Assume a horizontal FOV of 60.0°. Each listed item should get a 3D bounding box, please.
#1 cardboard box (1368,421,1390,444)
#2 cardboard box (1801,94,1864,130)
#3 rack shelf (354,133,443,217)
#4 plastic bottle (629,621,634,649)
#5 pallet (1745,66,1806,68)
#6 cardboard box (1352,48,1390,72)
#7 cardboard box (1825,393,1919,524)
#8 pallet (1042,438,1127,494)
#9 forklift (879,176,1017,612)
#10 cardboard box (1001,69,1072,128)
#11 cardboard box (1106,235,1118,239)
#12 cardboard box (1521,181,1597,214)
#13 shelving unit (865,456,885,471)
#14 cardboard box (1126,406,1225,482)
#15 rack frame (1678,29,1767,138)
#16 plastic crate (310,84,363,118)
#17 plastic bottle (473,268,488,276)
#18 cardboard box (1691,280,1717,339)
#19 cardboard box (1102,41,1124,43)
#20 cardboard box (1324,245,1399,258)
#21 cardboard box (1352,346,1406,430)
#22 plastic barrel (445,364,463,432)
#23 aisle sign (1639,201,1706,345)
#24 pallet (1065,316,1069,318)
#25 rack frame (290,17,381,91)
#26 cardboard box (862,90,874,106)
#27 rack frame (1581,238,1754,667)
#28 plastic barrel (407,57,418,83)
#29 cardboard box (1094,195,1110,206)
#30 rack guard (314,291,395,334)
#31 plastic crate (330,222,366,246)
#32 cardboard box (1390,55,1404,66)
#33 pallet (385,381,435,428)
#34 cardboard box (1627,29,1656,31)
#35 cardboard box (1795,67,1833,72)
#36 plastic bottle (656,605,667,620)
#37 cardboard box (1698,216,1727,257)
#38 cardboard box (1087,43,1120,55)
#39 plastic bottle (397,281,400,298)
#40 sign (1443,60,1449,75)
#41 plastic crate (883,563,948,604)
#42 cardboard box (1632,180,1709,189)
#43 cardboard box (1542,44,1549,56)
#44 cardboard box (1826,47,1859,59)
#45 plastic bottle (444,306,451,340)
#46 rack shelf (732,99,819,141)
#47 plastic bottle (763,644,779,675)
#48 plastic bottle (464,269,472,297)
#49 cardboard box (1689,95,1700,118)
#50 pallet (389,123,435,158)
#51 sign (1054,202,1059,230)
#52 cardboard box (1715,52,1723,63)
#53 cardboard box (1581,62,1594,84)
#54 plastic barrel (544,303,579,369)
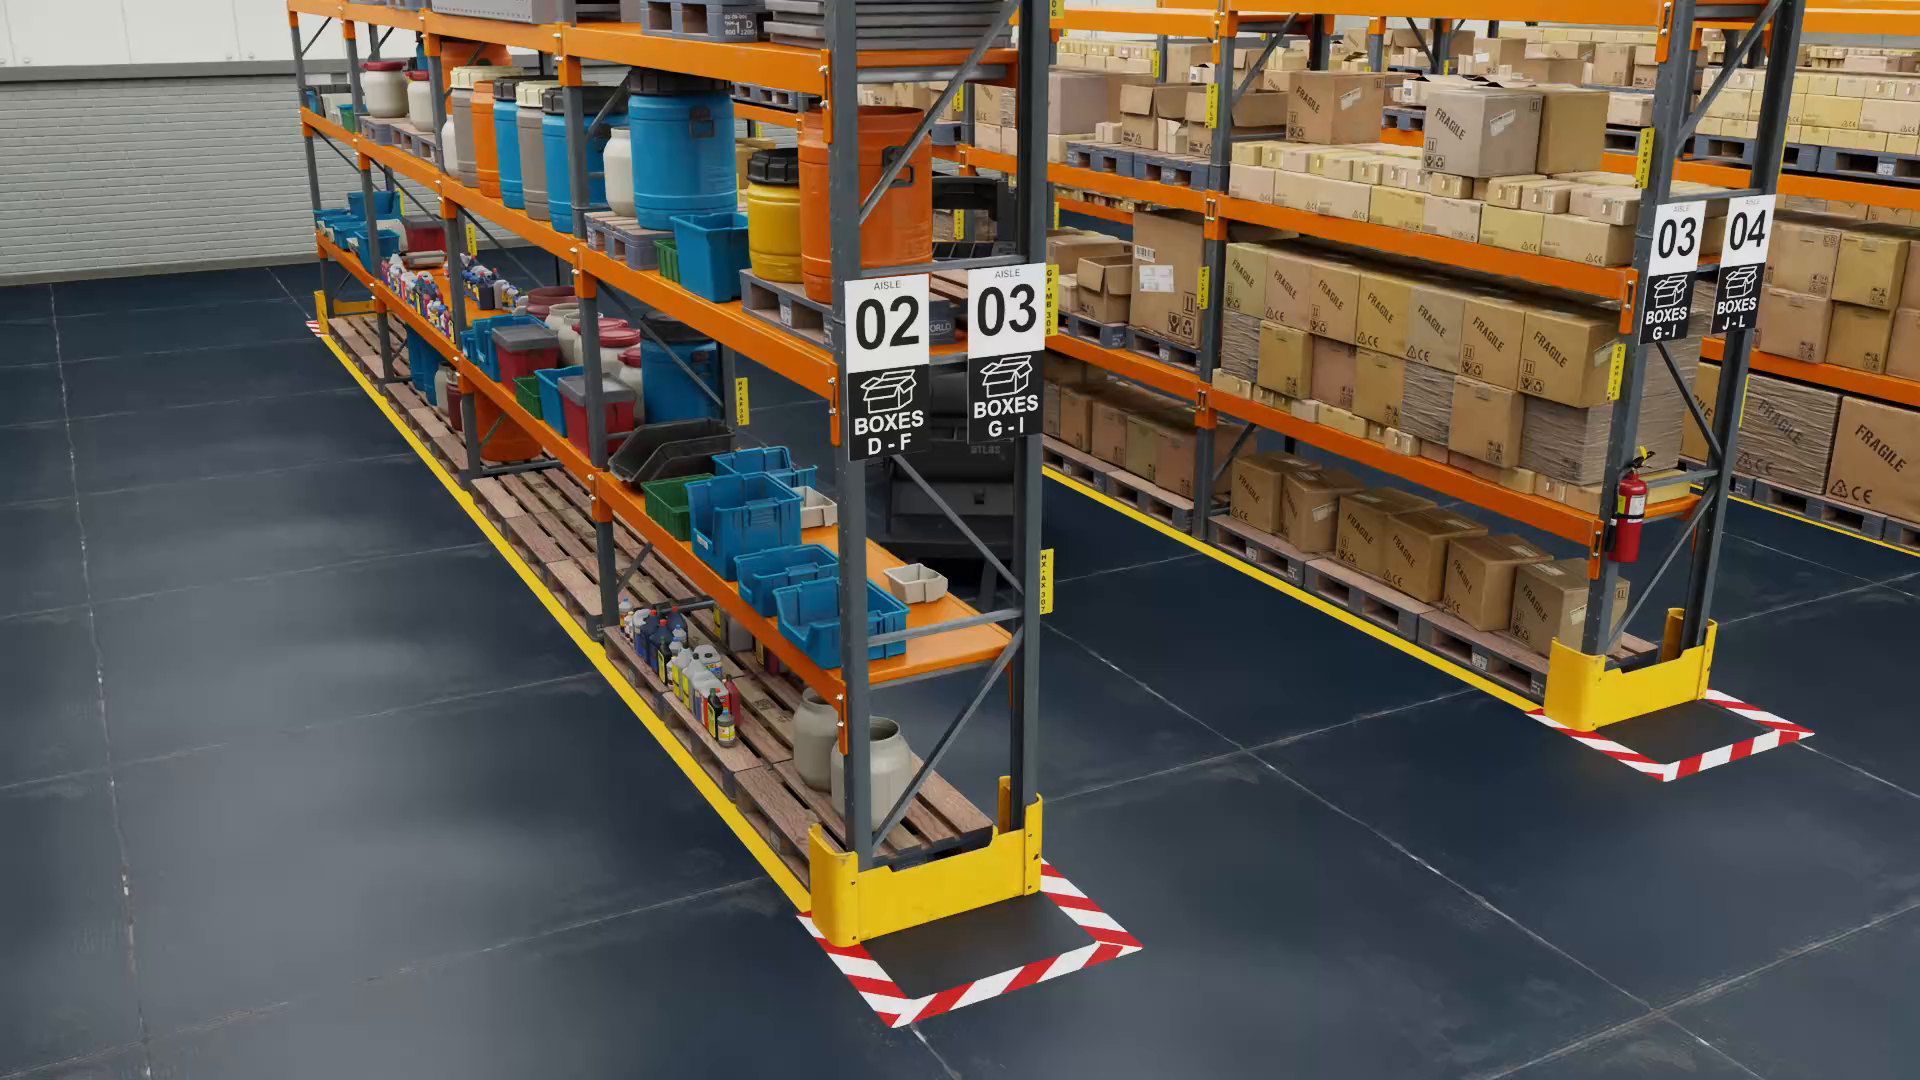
[{"bbox_3d":[3.097,-0.777,11.671,0.380,0.149,0.250,-10,21,-27],"label":"cardboard box"},{"bbox_3d":[7.256,-3.497,13.546,0.500,0.250,0.500,-10,22,-27],"label":"cardboard box"},{"bbox_3d":[-4.832,-3.531,15.769,1.077,0.370,4.000,-10,21,-27],"label":"rack shelf"},{"bbox_3d":[-2.120,0.602,10.903,0.097,0.201,0.097,0,19,0],"label":"plastic bottle"},{"bbox_3d":[12.409,-6.933,24.814,1.213,0.211,1.003,-10,21,-27],"label":"pallet"},{"bbox_3d":[4.696,-5.519,19.102,0.396,0.266,0.258,-10,21,-27],"label":"cardboard box"},{"bbox_3d":[7.889,-0.719,13.731,0.875,0.875,0.875,-10,22,-28],"label":"cardboard box"},{"bbox_3d":[1.422,-0.753,15.491,1.003,0.211,1.213,-10,21,-27],"label":"pallet"},{"bbox_3d":[-0.038,-1.181,12.561,1.130,2.935,3.031,1,19,3],"label":"forklift"},{"bbox_3d":[0.711,-4.027,15.184,0.500,0.500,0.500,-10,21,-26],"label":"cardboard box"},{"bbox_3d":[2.113,-4.413,24.636,0.380,0.149,0.250,-9,21,-25],"label":"cardboard box"},{"bbox_3d":[3.623,-2.071,10.054,0.380,0.149,0.250,-11,22,-29],"label":"cardboard box"},{"bbox_3d":[-0.499,-1.024,14.874,0.538,1.125,1.048,-18,26,-42],"label":"shelving unit"},{"bbox_3d":[1.894,-0.843,14.635,0.700,0.500,0.500,-10,21,-27],"label":"cardboard box"},{"bbox_3d":[6.790,-5.073,14.537,1.000,3.000,0.127,-10,21,-27],"label":"rack frame"},{"bbox_3d":[-7.197,-5.083,19.259,0.504,0.338,0.767,-10,21,-27],"label":"plastic crate"},{"bbox_3d":[-4.833,-2.617,16.807,0.152,0.276,0.135,-10,21,-27],"label":"plastic bottle"},{"bbox_3d":[6.975,-2.204,15.190,0.875,0.550,0.550,-10,21,-27],"label":"cardboard box"},{"bbox_3d":[2.219,-6.959,23.453,0.380,0.149,0.250,-11,22,-28],"label":"cardboard box"},{"bbox_3d":[3.071,-1.928,12.479,0.500,0.500,0.500,-10,21,-27],"label":"cardboard box"},{"bbox_3d":[3.269,-1.120,11.669,0.875,0.500,0.500,-10,21,-27],"label":"cardboard box"},{"bbox_3d":[-4.665,-1.399,16.141,0.600,0.588,0.708,-10,21,-27],"label":"plastic barrel"},{"bbox_3d":[4.041,-1.514,9.435,0.394,0.787,0.004,-10,21,-27],"label":"aisle sign"},{"bbox_3d":[0.909,-2.367,16.187,1.213,0.211,1.003,-10,21,-27],"label":"pallet"},{"bbox_3d":[-7.681,-7.011,20.154,1.000,3.000,0.127,-10,21,-27],"label":"rack frame"},{"bbox_3d":[-0.847,-4.841,18.206,0.380,0.149,0.250,-11,22,-29],"label":"cardboard box"},{"bbox_3d":[4.276,-0.349,10.045,1.000,3.000,0.127,-10,21,-27],"label":"rack frame"},{"bbox_3d":[-5.169,-4.502,16.549,0.600,0.588,0.600,0,19,0],"label":"plastic barrel"},{"bbox_3d":[2.100,-4.755,23.197,0.380,0.149,0.250,-11,22,-29],"label":"cardboard box"},{"bbox_3d":[-7.704,-2.999,21.555,1.175,0.500,0.348,-10,21,-27],"label":"rack guard"},{"bbox_3d":[-7.228,-3.625,19.702,0.416,0.233,0.300,-10,21,-27],"label":"plastic crate"},{"bbox_3d":[6.589,-7.084,24.552,0.380,0.149,0.250,-9,21,-25],"label":"cardboard box"},{"bbox_3d":[-5.452,-1.481,17.599,1.003,0.211,1.213,-10,21,-27],"label":"pallet"},{"bbox_3d":[11.180,-8.301,27.499,0.500,0.250,0.500,-10,22,-27],"label":"cardboard box"},{"bbox_3d":[7.364,-4.031,14.481,0.380,0.149,0.250,-10,21,-27],"label":"cardboard box"},{"bbox_3d":[-1.946,0.577,10.851,0.061,0.283,0.133,-10,21,-27],"label":"plastic bottle"},{"bbox_3d":[4.275,-1.875,10.097,0.500,0.250,0.500,-9,21,-25],"label":"cardboard box"},{"bbox_3d":[1.965,-6.720,22.761,0.380,0.149,0.250,-10,21,-27],"label":"cardboard box"},{"bbox_3d":[-5.600,-2.543,16.706,0.097,0.201,0.097,0,19,0],"label":"plastic bottle"},{"bbox_3d":[5.382,-5.169,18.499,0.100,0.325,0.005,-10,21,-27],"label":"sign"},{"bbox_3d":[-0.225,0.236,8.754,0.298,0.136,0.250,-10,21,-27],"label":"plastic crate"},{"bbox_3d":[4.311,-2.089,10.108,0.380,0.149,0.250,-9,21,-25],"label":"cardboard box"},{"bbox_3d":[10.228,-8.274,28.186,0.500,0.250,0.500,-11,22,-28],"label":"cardboard box"},{"bbox_3d":[12.647,-6.980,23.826,0.380,0.149,0.250,-11,22,-28],"label":"cardboard box"},{"bbox_3d":[-4.559,-1.940,14.834,0.061,0.283,0.133,-10,21,-27],"label":"plastic bottle"},{"bbox_3d":[-2.372,-5.446,21.320,1.077,0.370,4.000,-10,21,-27],"label":"rack shelf"},{"bbox_3d":[-1.198,0.698,10.501,0.061,0.283,0.133,-10,21,-27],"label":"plastic bottle"},{"bbox_3d":[-4.934,-2.590,16.737,0.097,0.271,0.097,0,19,0],"label":"plastic bottle"},{"bbox_3d":[6.723,-4.049,15.578,0.258,0.266,0.396,-10,22,-28],"label":"cardboard box"},{"bbox_3d":[-4.782,-3.821,15.796,1.003,0.211,1.213,-10,21,-27],"label":"pallet"},{"bbox_3d":[0.950,-3.243,16.776,0.100,0.325,0.005,-10,21,-27],"label":"sign"},{"bbox_3d":[11.756,-7.360,25.350,0.380,0.149,0.250,-10,21,-26],"label":"cardboard box"},{"bbox_3d":[8.236,-6.075,21.602,0.396,0.266,0.258,-11,22,-28],"label":"cardboard box"},{"bbox_3d":[-3.205,-1.669,13.699,0.421,0.512,0.421,0,19,0],"label":"plastic barrel"}]
